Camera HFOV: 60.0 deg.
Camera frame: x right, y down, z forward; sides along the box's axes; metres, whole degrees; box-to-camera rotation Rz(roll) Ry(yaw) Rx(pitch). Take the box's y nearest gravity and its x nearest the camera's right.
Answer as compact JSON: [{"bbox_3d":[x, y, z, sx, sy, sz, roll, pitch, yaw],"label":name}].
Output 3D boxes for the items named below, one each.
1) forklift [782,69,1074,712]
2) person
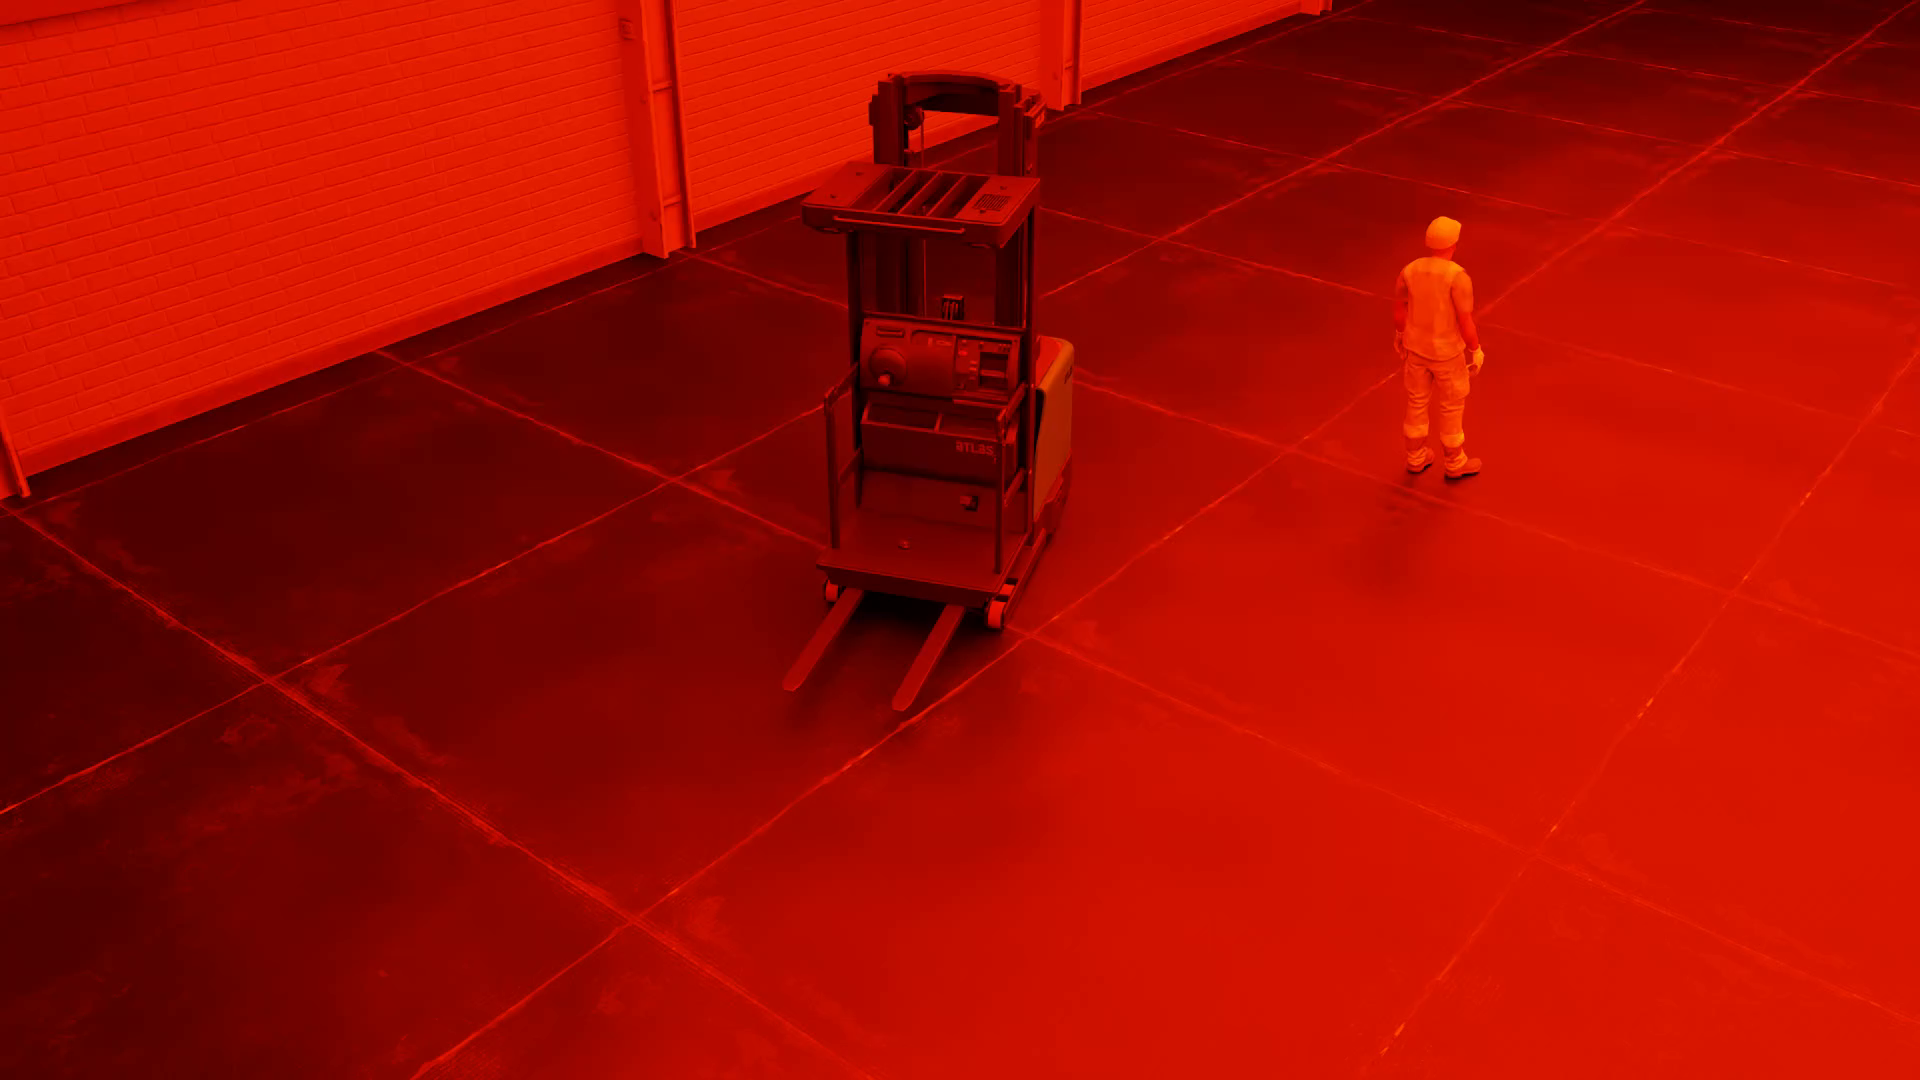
[{"bbox_3d":[-0.176,-0.972,9.258,1.130,2.935,3.031,9,31,14],"label":"forklift"},{"bbox_3d":[3.160,-1.273,10.891,0.564,1.787,0.637,-25,38,-36],"label":"person"}]
